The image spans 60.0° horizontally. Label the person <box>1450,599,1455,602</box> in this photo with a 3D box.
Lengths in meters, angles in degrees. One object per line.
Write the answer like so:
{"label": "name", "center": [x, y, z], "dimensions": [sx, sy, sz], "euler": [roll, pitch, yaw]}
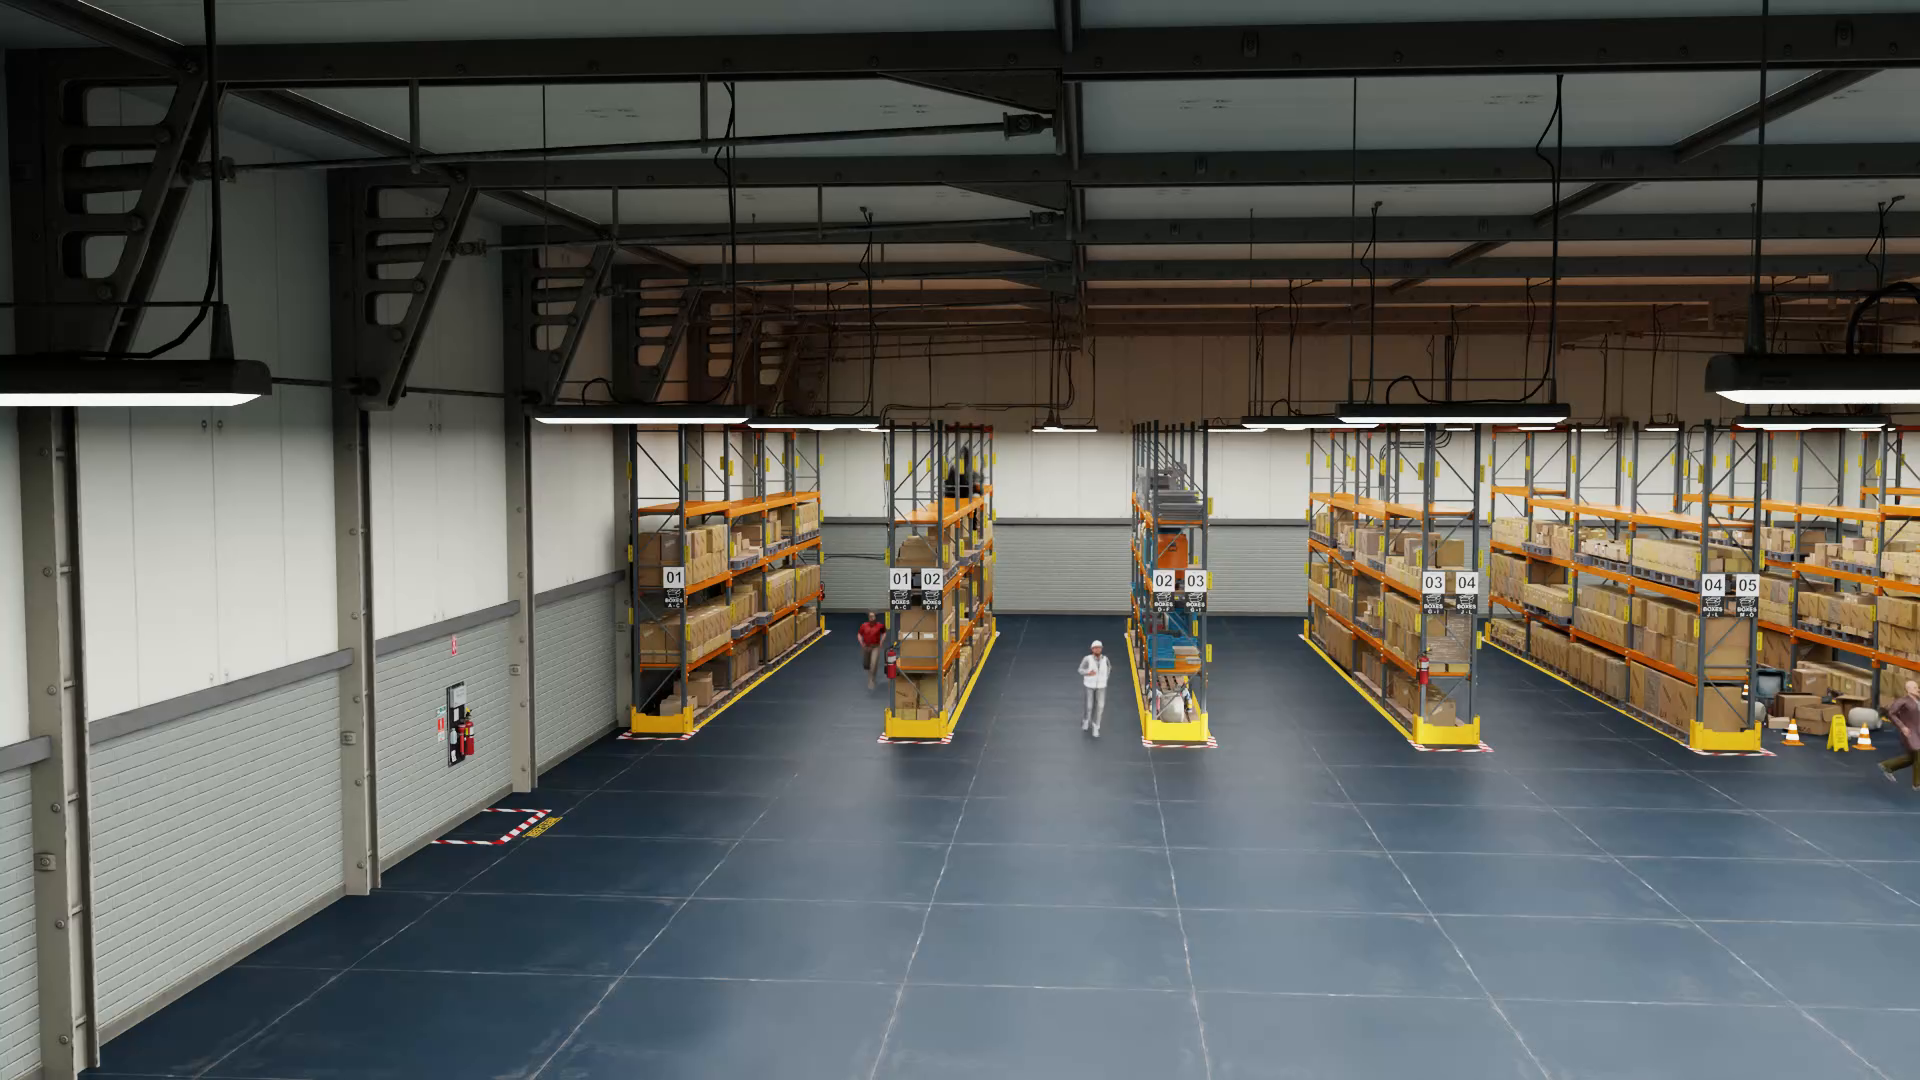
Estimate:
{"label": "person", "center": [13.521, 1.991, 46.414], "dimensions": [0.629, 1.638, 0.861], "euler": [2, 4, 28]}

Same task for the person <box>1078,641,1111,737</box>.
{"label": "person", "center": [2.581, 2.836, 31.820], "dimensions": [0.670, 1.841, 0.733], "euler": [0, 4, -6]}

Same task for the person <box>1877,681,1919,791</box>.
{"label": "person", "center": [15.294, 3.150, 26.752], "dimensions": [0.699, 1.783, 0.865], "euler": [-2, 4, -33]}

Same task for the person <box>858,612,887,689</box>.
{"label": "person", "center": [-2.015, 2.503, 37.922], "dimensions": [0.643, 1.723, 1.024], "euler": [1, 4, 8]}
